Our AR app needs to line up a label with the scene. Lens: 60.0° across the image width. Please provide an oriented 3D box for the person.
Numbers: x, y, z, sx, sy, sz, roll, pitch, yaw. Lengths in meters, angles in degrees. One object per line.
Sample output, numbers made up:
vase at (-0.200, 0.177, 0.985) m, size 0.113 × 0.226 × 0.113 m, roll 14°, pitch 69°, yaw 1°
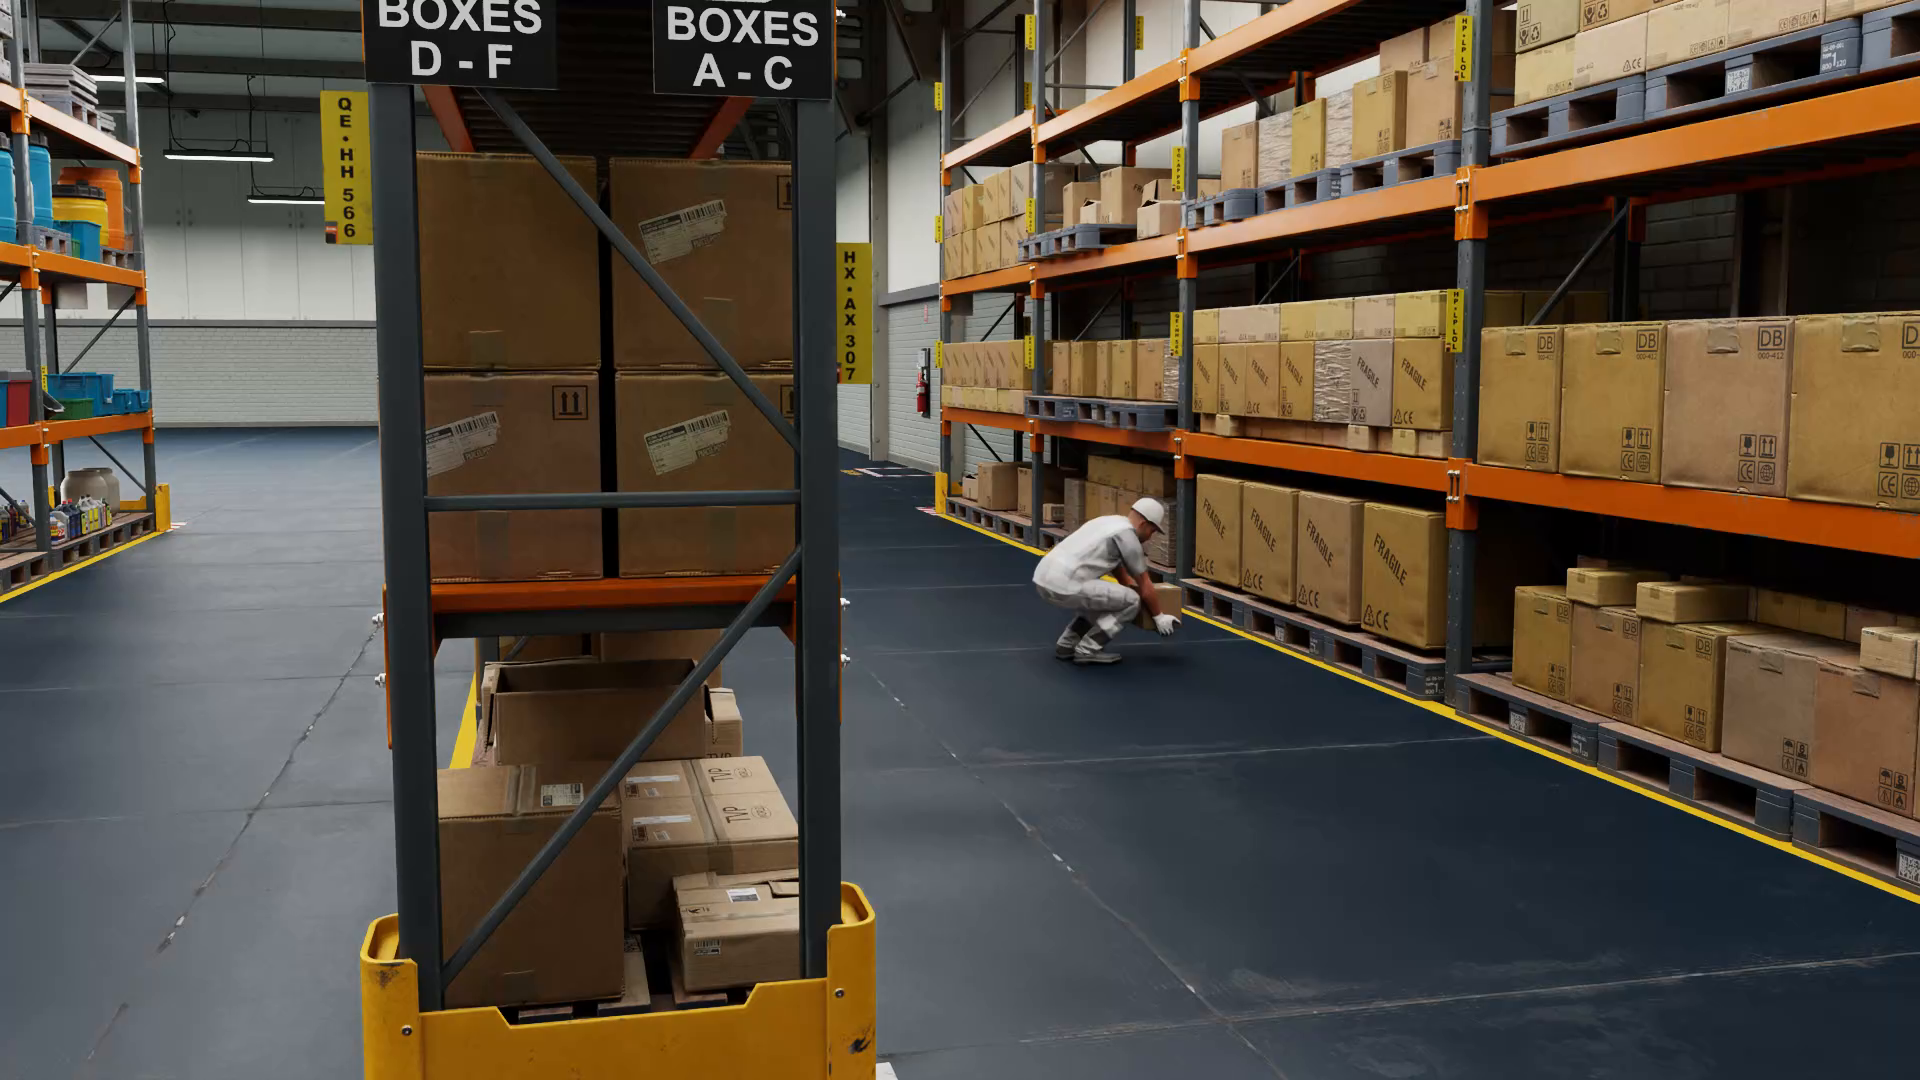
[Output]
person at (0.889, 0.248, 10.235) m, size 0.890 × 0.998 × 0.536 m, roll -2°, pitch 6°, yaw -15°
